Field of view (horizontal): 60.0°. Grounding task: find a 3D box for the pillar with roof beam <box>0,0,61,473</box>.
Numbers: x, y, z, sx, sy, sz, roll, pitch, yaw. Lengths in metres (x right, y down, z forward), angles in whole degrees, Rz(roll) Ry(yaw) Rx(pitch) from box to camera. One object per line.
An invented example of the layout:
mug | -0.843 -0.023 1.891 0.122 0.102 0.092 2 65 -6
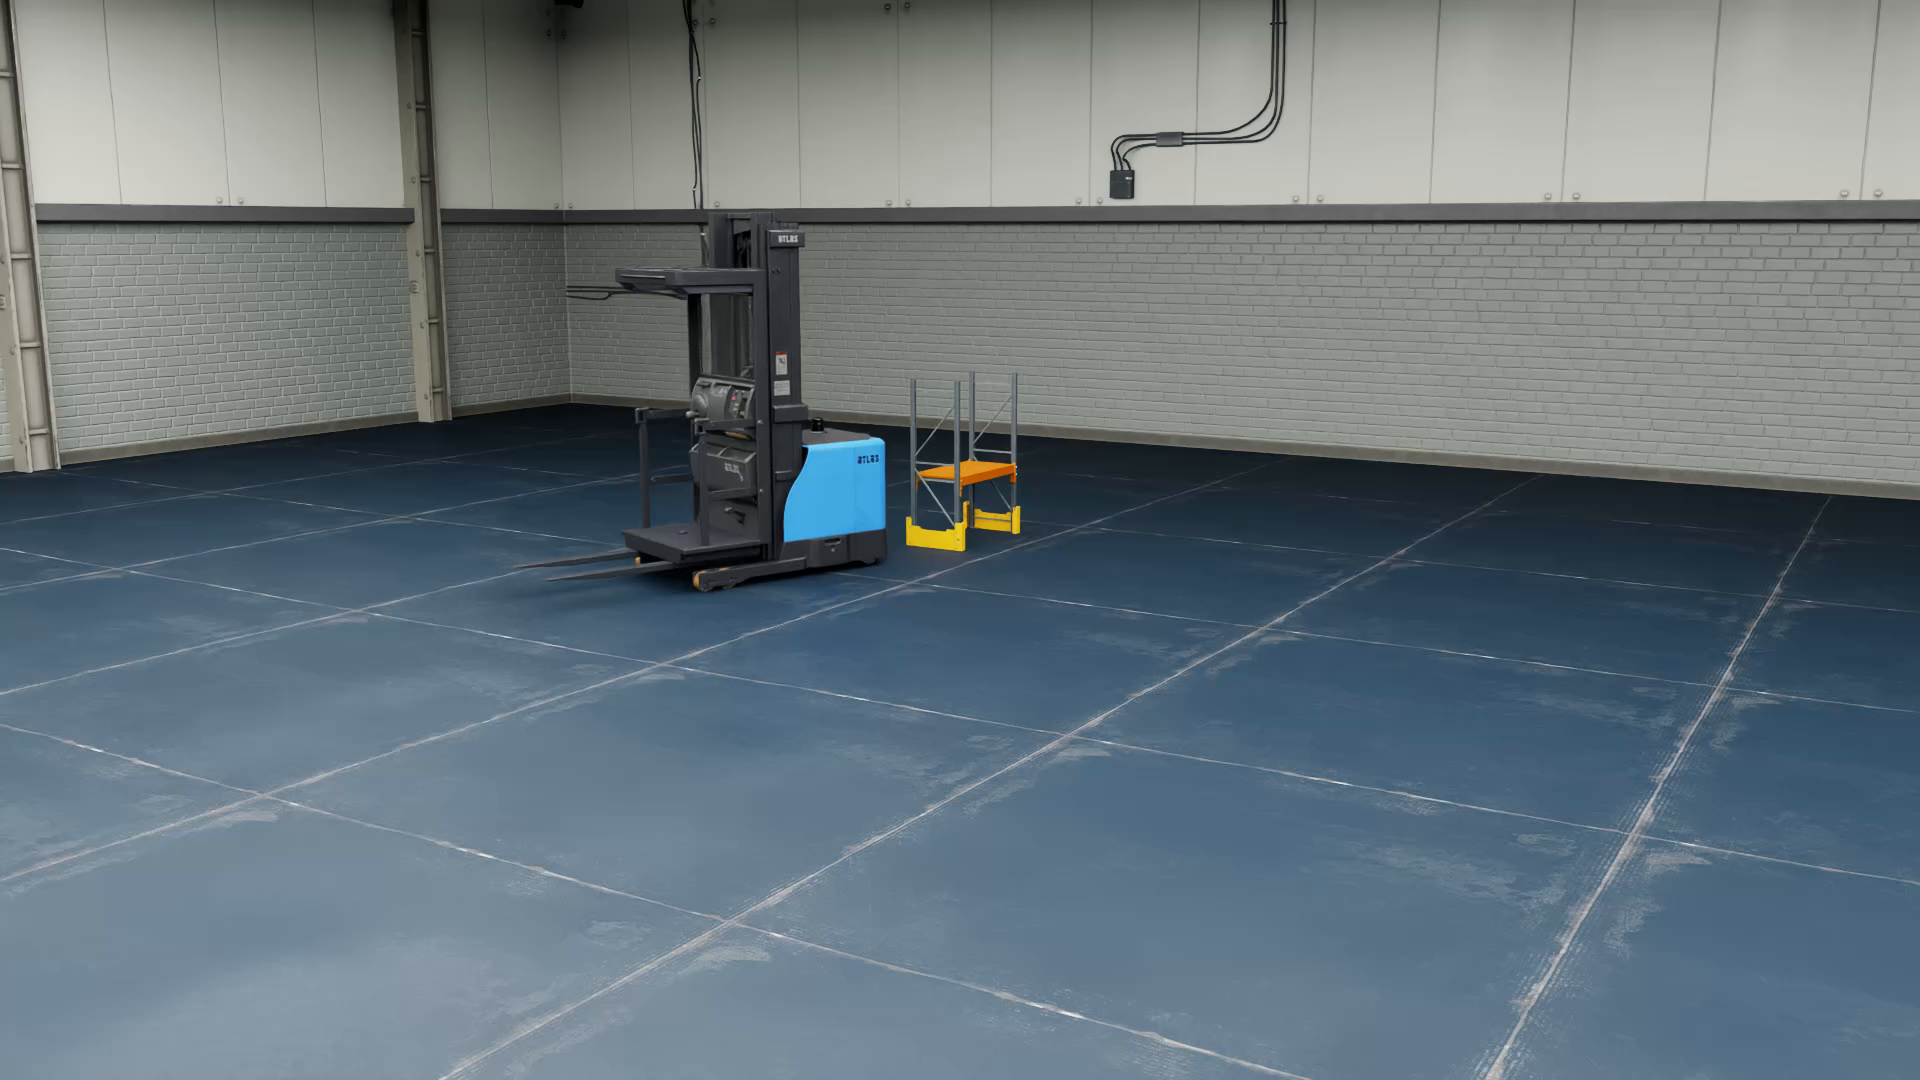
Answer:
pillar with roof beam | -7.250 -4.846 16.681 9.100 9.000 0.400 6 12 31

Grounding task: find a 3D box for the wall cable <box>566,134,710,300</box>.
wall cable | -5.155 -5.012 26.004 3.097 2.526 0.112 6 12 31

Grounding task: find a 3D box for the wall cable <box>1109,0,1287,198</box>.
wall cable | 2.951 -7.300 20.547 2.305 6.003 0.169 6 12 31

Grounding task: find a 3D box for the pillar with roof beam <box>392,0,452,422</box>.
pillar with roof beam | -4.135 -5.790 21.721 9.100 9.000 0.548 6 12 31

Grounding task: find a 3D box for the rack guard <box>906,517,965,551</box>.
rack guard | -0.219 -0.057 14.873 0.587 0.250 0.087 6 12 31

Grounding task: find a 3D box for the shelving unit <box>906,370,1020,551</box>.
shelving unit | 0.040 -0.749 15.176 0.587 1.500 1.083 6 12 31

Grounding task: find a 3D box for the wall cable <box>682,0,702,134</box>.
wall cable | -2.843 -7.236 24.159 3.097 2.526 0.112 6 12 31

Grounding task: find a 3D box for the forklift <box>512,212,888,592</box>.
forklift | -2.093 -1.142 13.387 3.031 2.935 1.130 -8 13 -37

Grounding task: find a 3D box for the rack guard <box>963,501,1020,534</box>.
rack guard | 0.298 -0.213 15.709 0.587 0.250 0.087 6 12 31

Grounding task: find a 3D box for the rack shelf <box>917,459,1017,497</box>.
rack shelf | 0.044 -0.574 15.217 0.538 0.185 1.000 6 12 31

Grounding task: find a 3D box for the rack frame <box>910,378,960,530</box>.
rack frame | -0.220 -0.671 14.757 0.500 1.500 0.032 6 12 31

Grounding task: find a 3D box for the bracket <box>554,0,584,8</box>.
bracket | -6.065 -8.374 25.745 0.235 0.232 0.430 6 12 31

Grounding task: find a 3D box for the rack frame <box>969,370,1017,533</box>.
rack frame | 0.308 -0.831 15.611 0.500 1.500 0.032 6 12 31
